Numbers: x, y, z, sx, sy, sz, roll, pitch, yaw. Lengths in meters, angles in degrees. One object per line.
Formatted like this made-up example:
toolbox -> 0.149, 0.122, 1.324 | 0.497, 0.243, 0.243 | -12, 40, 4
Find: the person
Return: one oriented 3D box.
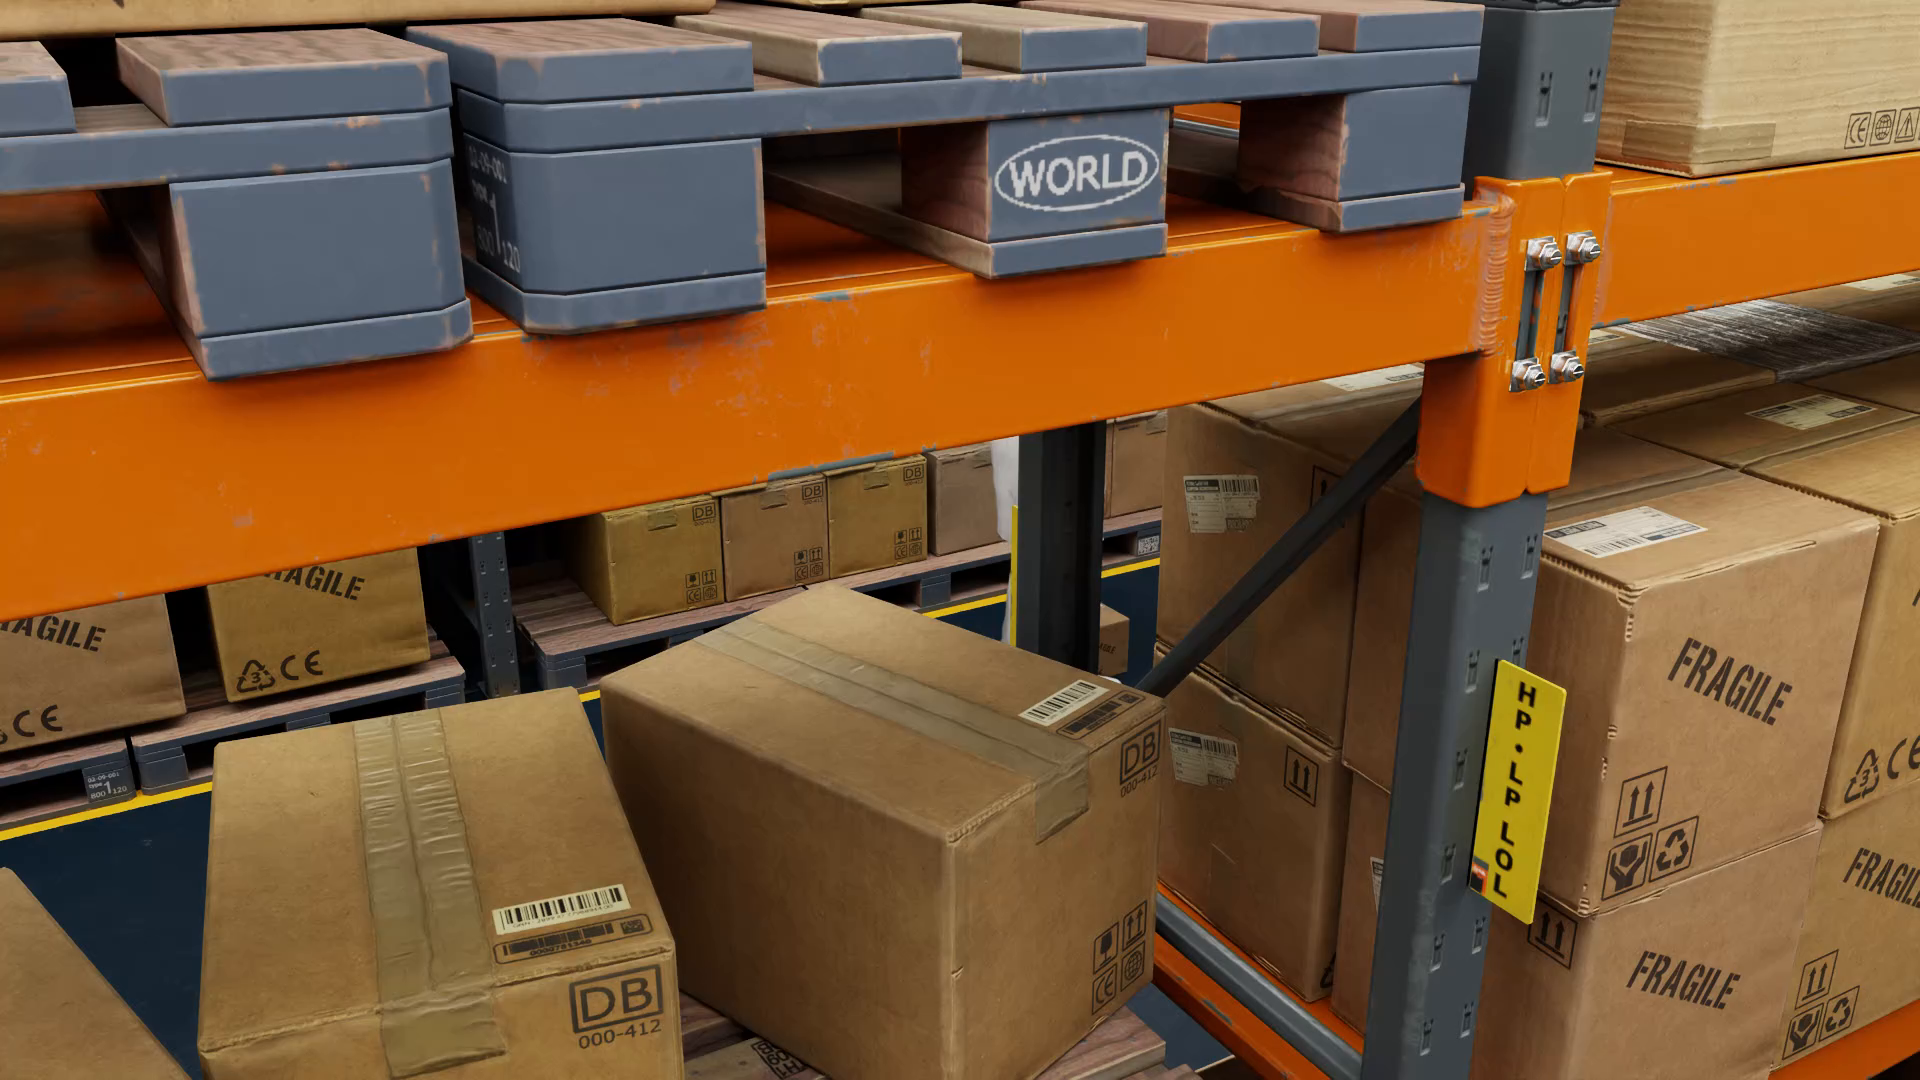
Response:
person -> 0.348, -0.226, 6.683 | 0.433, 1.772, 0.647 | -15, 26, -33
